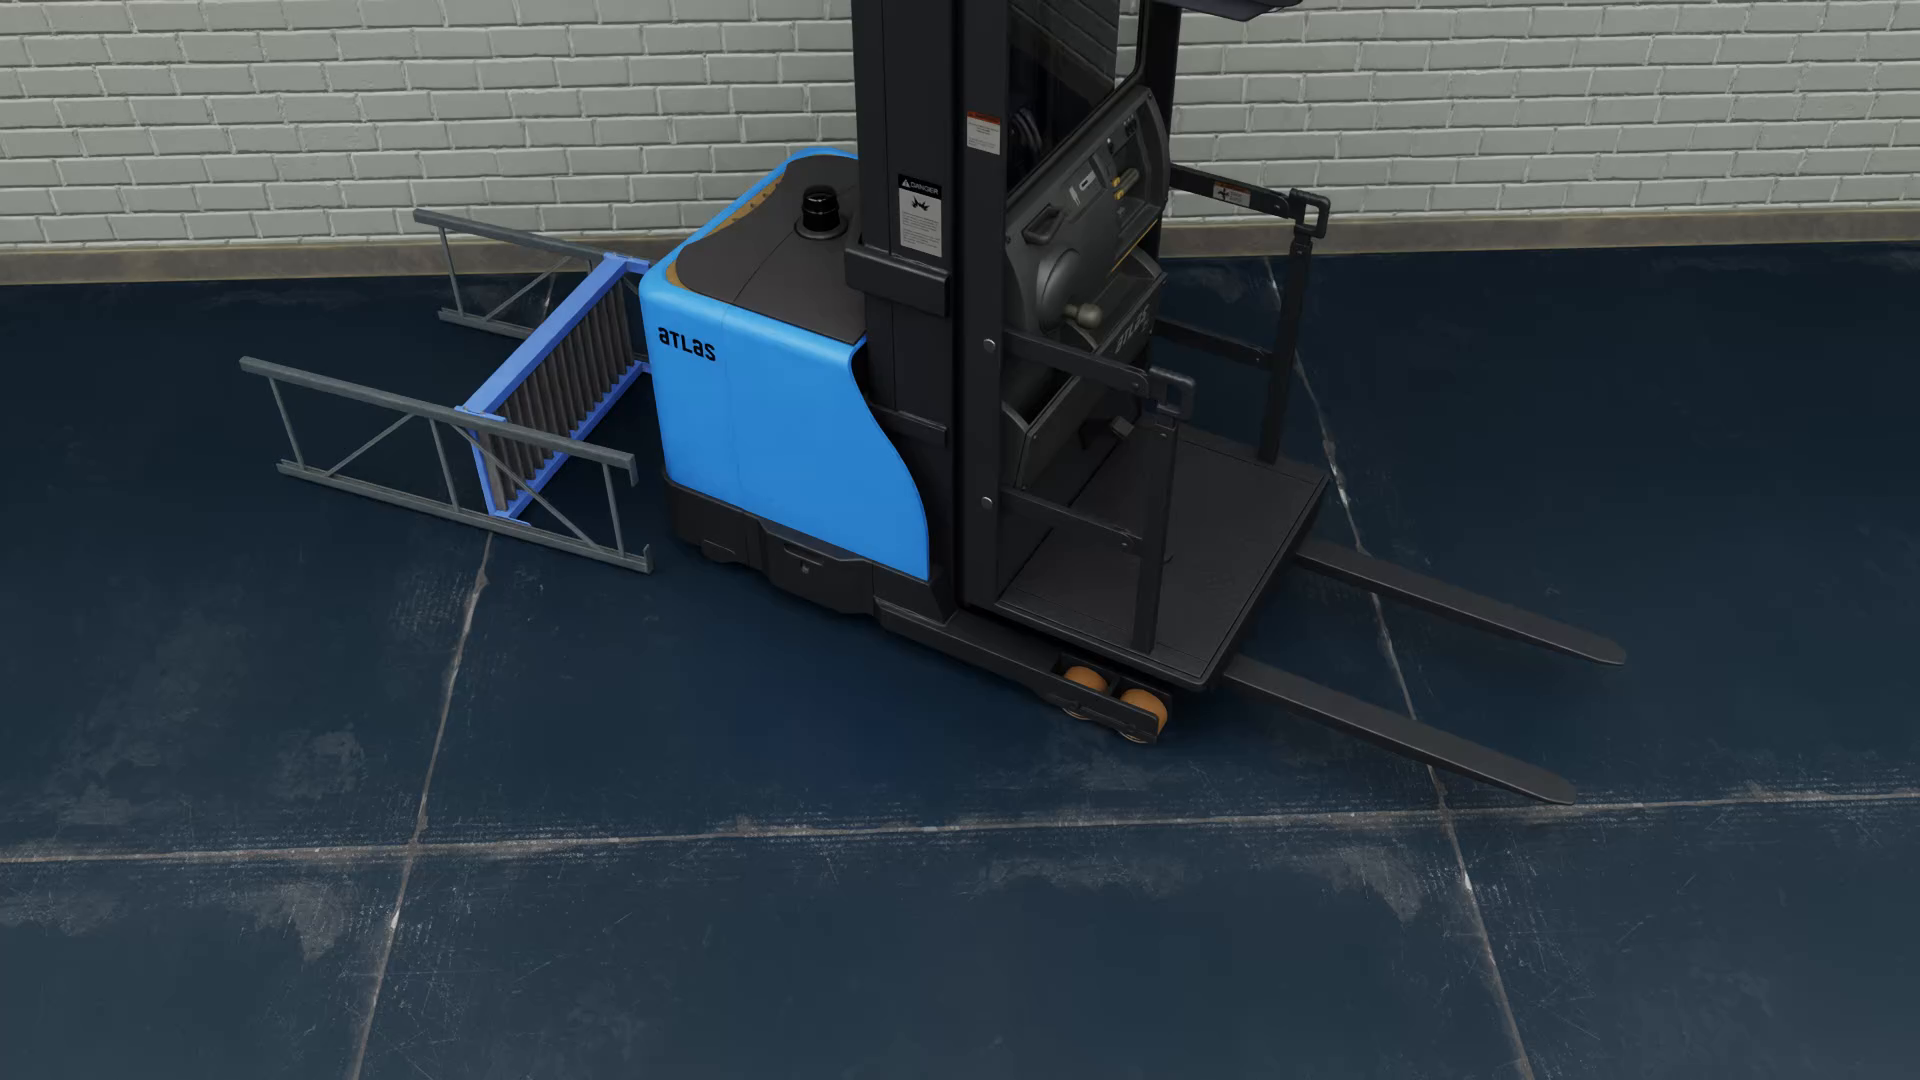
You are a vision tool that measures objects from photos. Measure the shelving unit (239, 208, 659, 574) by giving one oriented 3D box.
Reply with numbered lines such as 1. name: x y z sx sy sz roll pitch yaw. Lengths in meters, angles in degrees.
1. shelving unit: -1.563 -0.578 5.982 1.500 0.538 1.048 14 44 15

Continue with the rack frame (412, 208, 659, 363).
1. rack frame: -1.384 -0.900 6.333 1.500 0.500 0.032 14 44 15

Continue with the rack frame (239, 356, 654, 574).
1. rack frame: -1.742 -0.257 5.632 1.500 0.500 0.032 14 44 15

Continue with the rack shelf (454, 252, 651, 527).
1. rack shelf: -1.395 -0.535 5.936 0.185 0.538 1.000 14 44 15

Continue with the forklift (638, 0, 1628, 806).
1. forklift: 0.544 -0.875 4.536 3.031 2.935 1.130 21 46 21
